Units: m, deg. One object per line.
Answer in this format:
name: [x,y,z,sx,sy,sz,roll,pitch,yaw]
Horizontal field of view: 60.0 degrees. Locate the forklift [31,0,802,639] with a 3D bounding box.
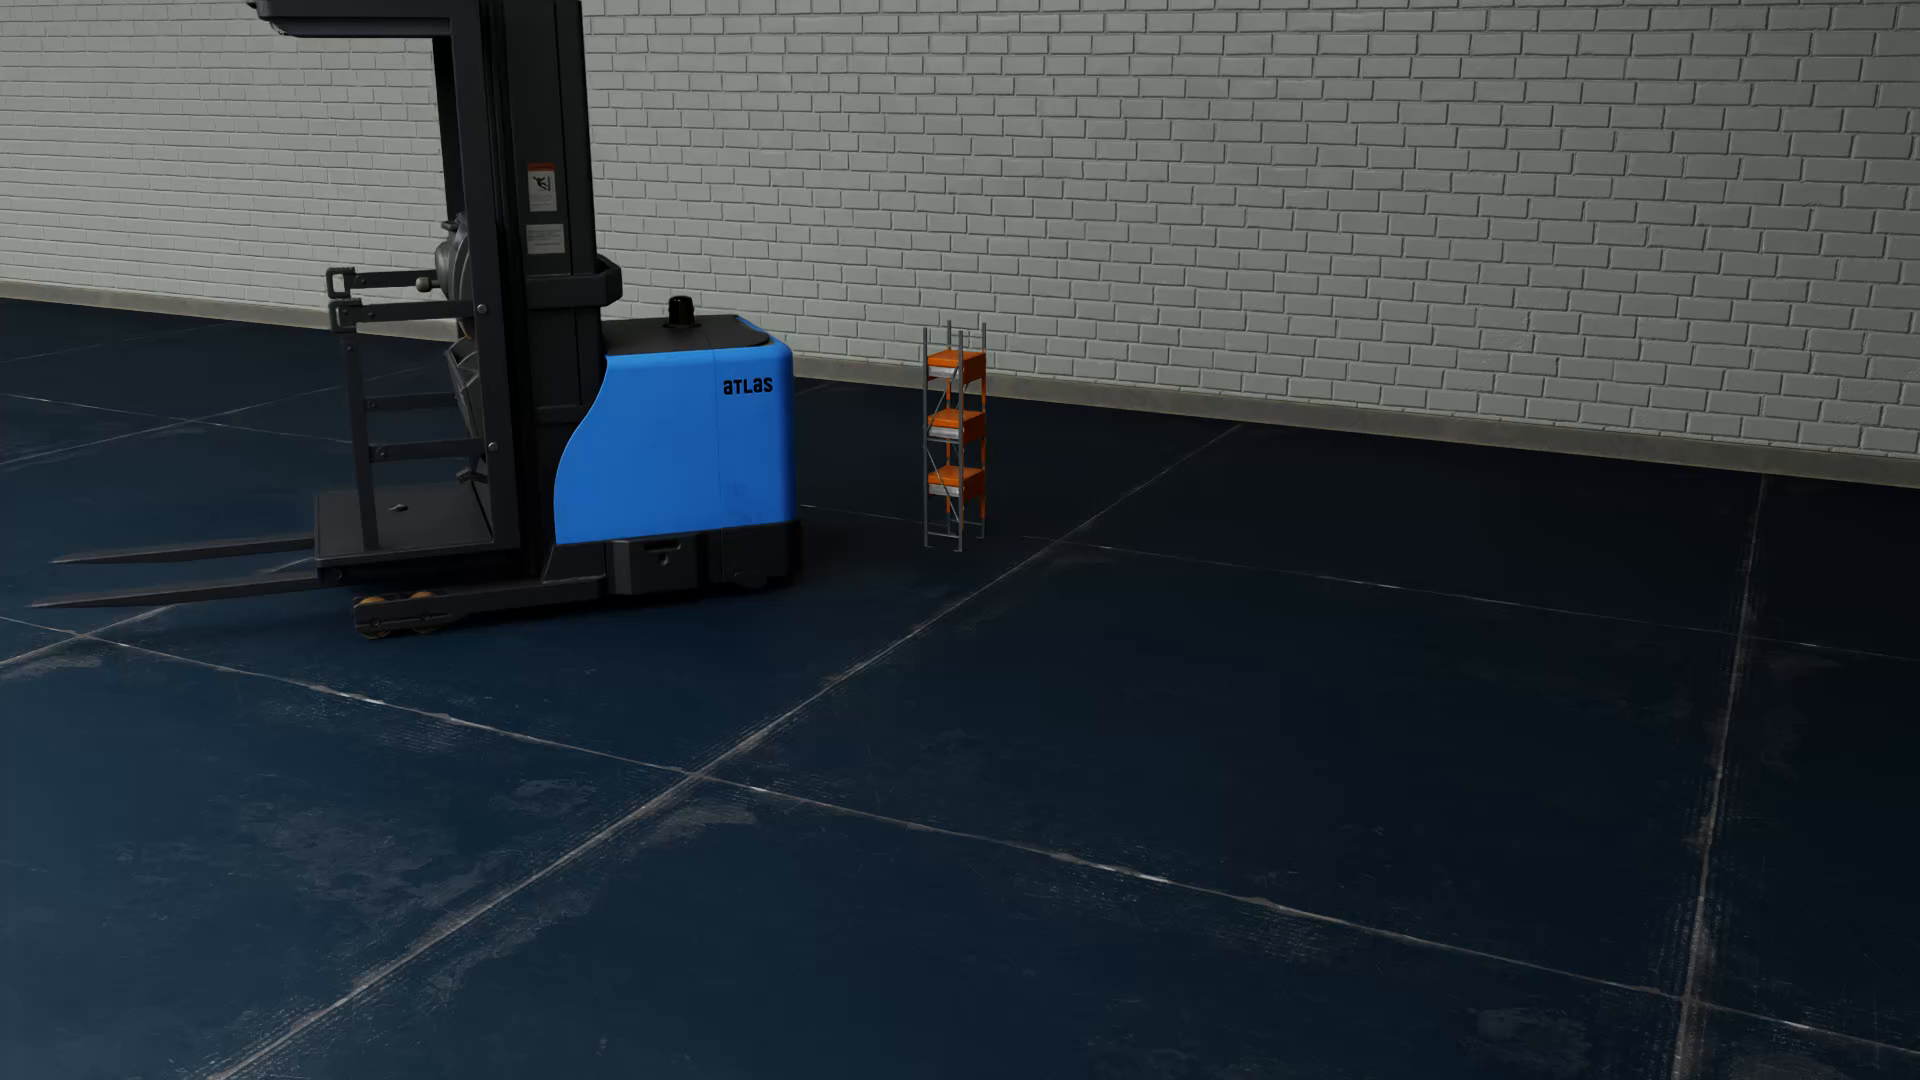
forklift: [-2.269,-1.177,6.841,3.031,2.935,1.130,-6,18,-20]

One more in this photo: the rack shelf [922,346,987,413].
rack shelf: [-0.024,-0.752,7.751,0.215,0.259,0.240,8,18,25]

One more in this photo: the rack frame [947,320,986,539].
rack frame: [0.031,-0.521,7.934,0.200,1.050,0.008,8,18,25]

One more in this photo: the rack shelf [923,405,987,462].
rack shelf: [-0.024,-0.479,7.832,0.215,0.259,0.240,8,18,25]

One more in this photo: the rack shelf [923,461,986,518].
rack shelf: [-0.024,-0.213,7.911,0.215,0.259,0.240,8,18,25]

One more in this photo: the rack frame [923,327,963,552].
rack frame: [-0.078,-0.459,7.724,0.200,1.050,0.008,8,18,25]

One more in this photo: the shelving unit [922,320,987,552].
shelving unit: [-0.024,-0.490,7.829,0.215,1.050,0.252,8,18,25]
